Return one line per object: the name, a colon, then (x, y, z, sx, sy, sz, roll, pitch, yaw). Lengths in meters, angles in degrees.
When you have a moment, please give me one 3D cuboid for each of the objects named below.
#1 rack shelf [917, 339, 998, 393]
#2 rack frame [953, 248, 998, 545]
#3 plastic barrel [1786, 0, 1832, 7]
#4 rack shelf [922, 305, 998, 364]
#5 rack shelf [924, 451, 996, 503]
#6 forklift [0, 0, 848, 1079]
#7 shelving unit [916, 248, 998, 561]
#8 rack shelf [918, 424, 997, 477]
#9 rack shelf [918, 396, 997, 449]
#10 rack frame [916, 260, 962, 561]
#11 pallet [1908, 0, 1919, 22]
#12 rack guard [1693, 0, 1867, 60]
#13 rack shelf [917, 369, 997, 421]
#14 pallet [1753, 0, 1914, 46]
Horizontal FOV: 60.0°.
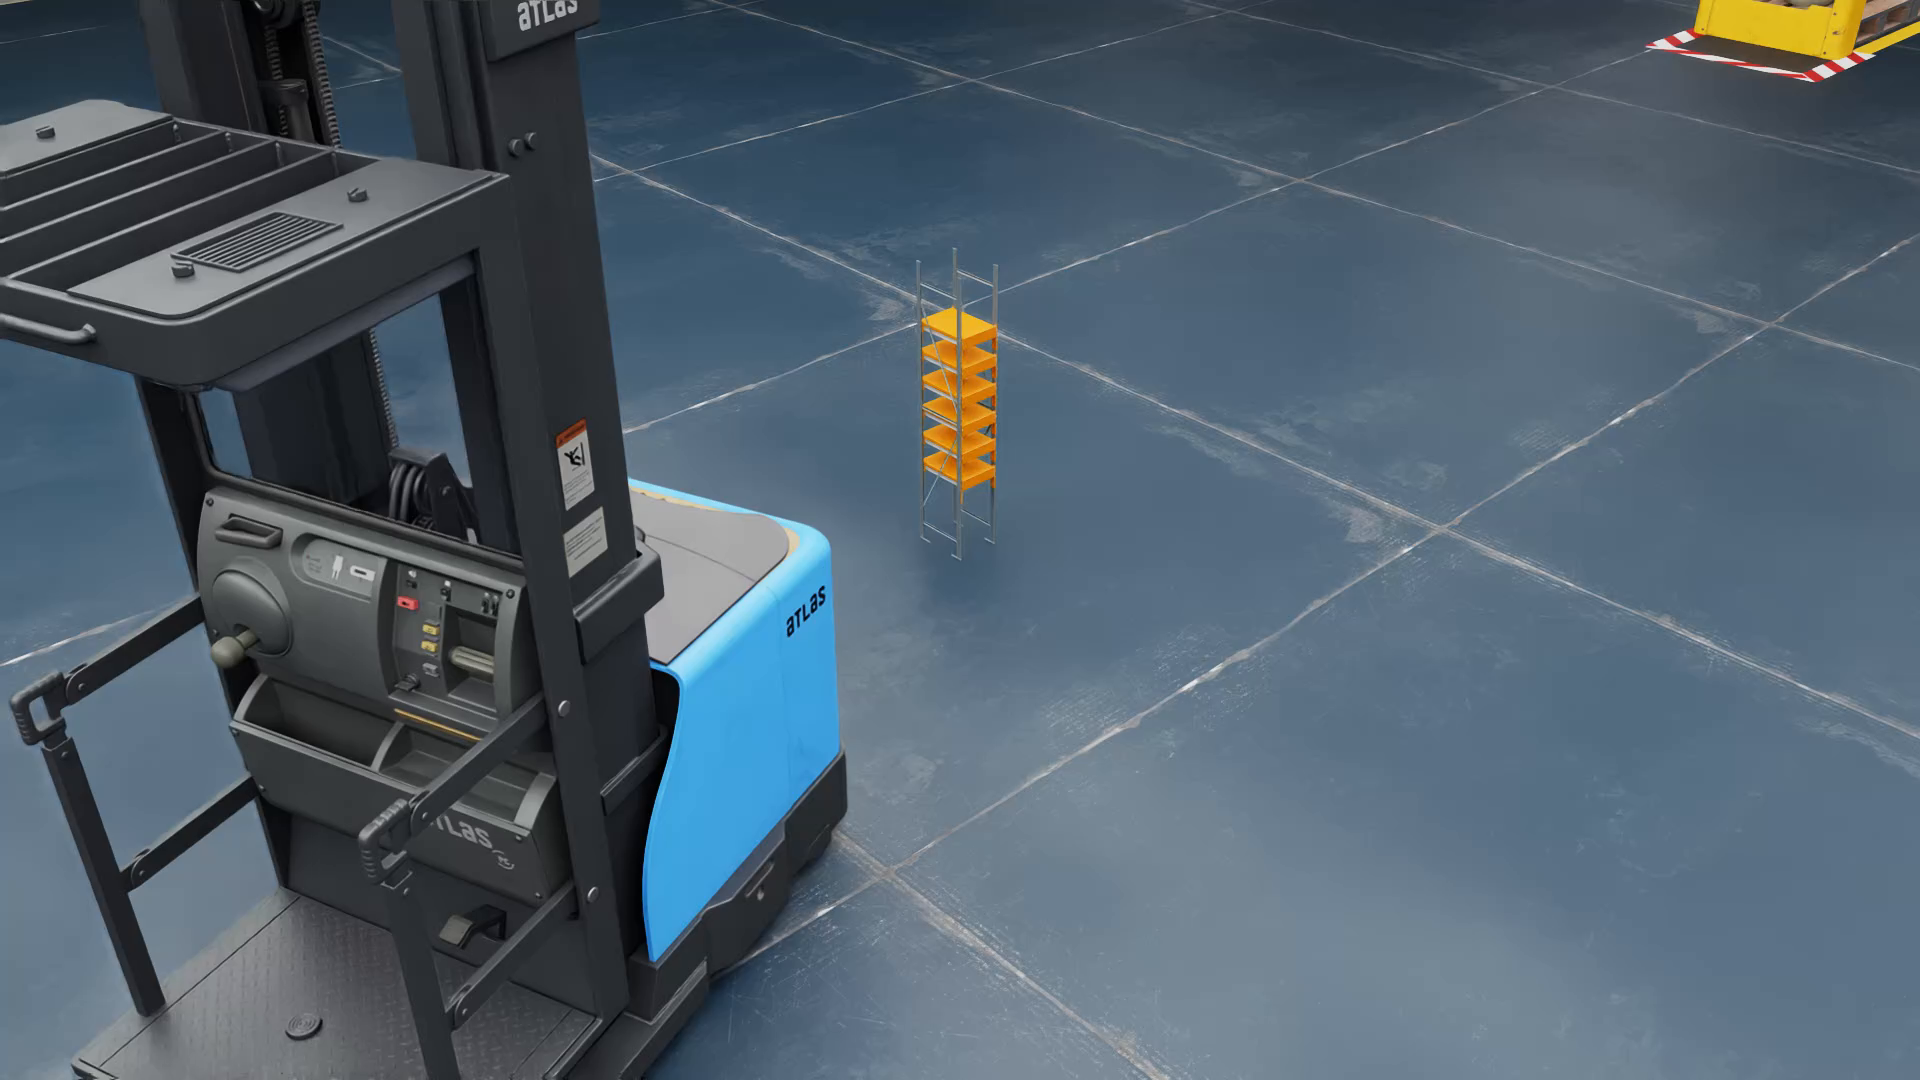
rack shelf: (-0.011, -0.674, 6.327, 0.180, 0.103, 0.258, -26, 40, -35)
rack frame: (0.056, -0.539, 6.482, 0.006, 1.200, 0.240, -26, 40, -35)
plastic barrel: (6.858, -4.576, 13.341, 0.421, 0.512, 0.421, 0, 31, 0)
rack shelf: (-0.011, -0.776, 6.264, 0.180, 0.103, 0.258, -26, 40, -35)
rack shelf: (-0.011, -0.264, 6.577, 0.180, 0.103, 0.258, -26, 40, -35)
forklift: (-1.458, 0.214, 3.590, 1.130, 2.935, 3.031, 14, 34, 22)
shelving unit: (-0.011, -0.507, 6.429, 0.189, 1.200, 0.258, -26, 40, -35)
rack shelf: (-0.011, -0.366, 6.514, 0.180, 0.103, 0.258, -26, 40, -35)
rack shelf: (-0.011, -0.469, 6.452, 0.180, 0.103, 0.258, -26, 40, -35)
rack frame: (-0.078, -0.474, 6.376, 0.006, 1.200, 0.240, -26, 40, -35)
pallet: (7.944, -4.768, 14.345, 1.213, 0.211, 1.003, -26, 40, -35)
rack guard: (6.451, -4.174, 13.097, 0.348, 0.500, 1.175, -26, 40, -35)
rack shelf: (-0.011, -0.571, 6.389, 0.180, 0.103, 0.258, -26, 40, -35)
pallet: (7.050, -4.337, 13.641, 1.213, 0.211, 1.003, -26, 40, -35)
